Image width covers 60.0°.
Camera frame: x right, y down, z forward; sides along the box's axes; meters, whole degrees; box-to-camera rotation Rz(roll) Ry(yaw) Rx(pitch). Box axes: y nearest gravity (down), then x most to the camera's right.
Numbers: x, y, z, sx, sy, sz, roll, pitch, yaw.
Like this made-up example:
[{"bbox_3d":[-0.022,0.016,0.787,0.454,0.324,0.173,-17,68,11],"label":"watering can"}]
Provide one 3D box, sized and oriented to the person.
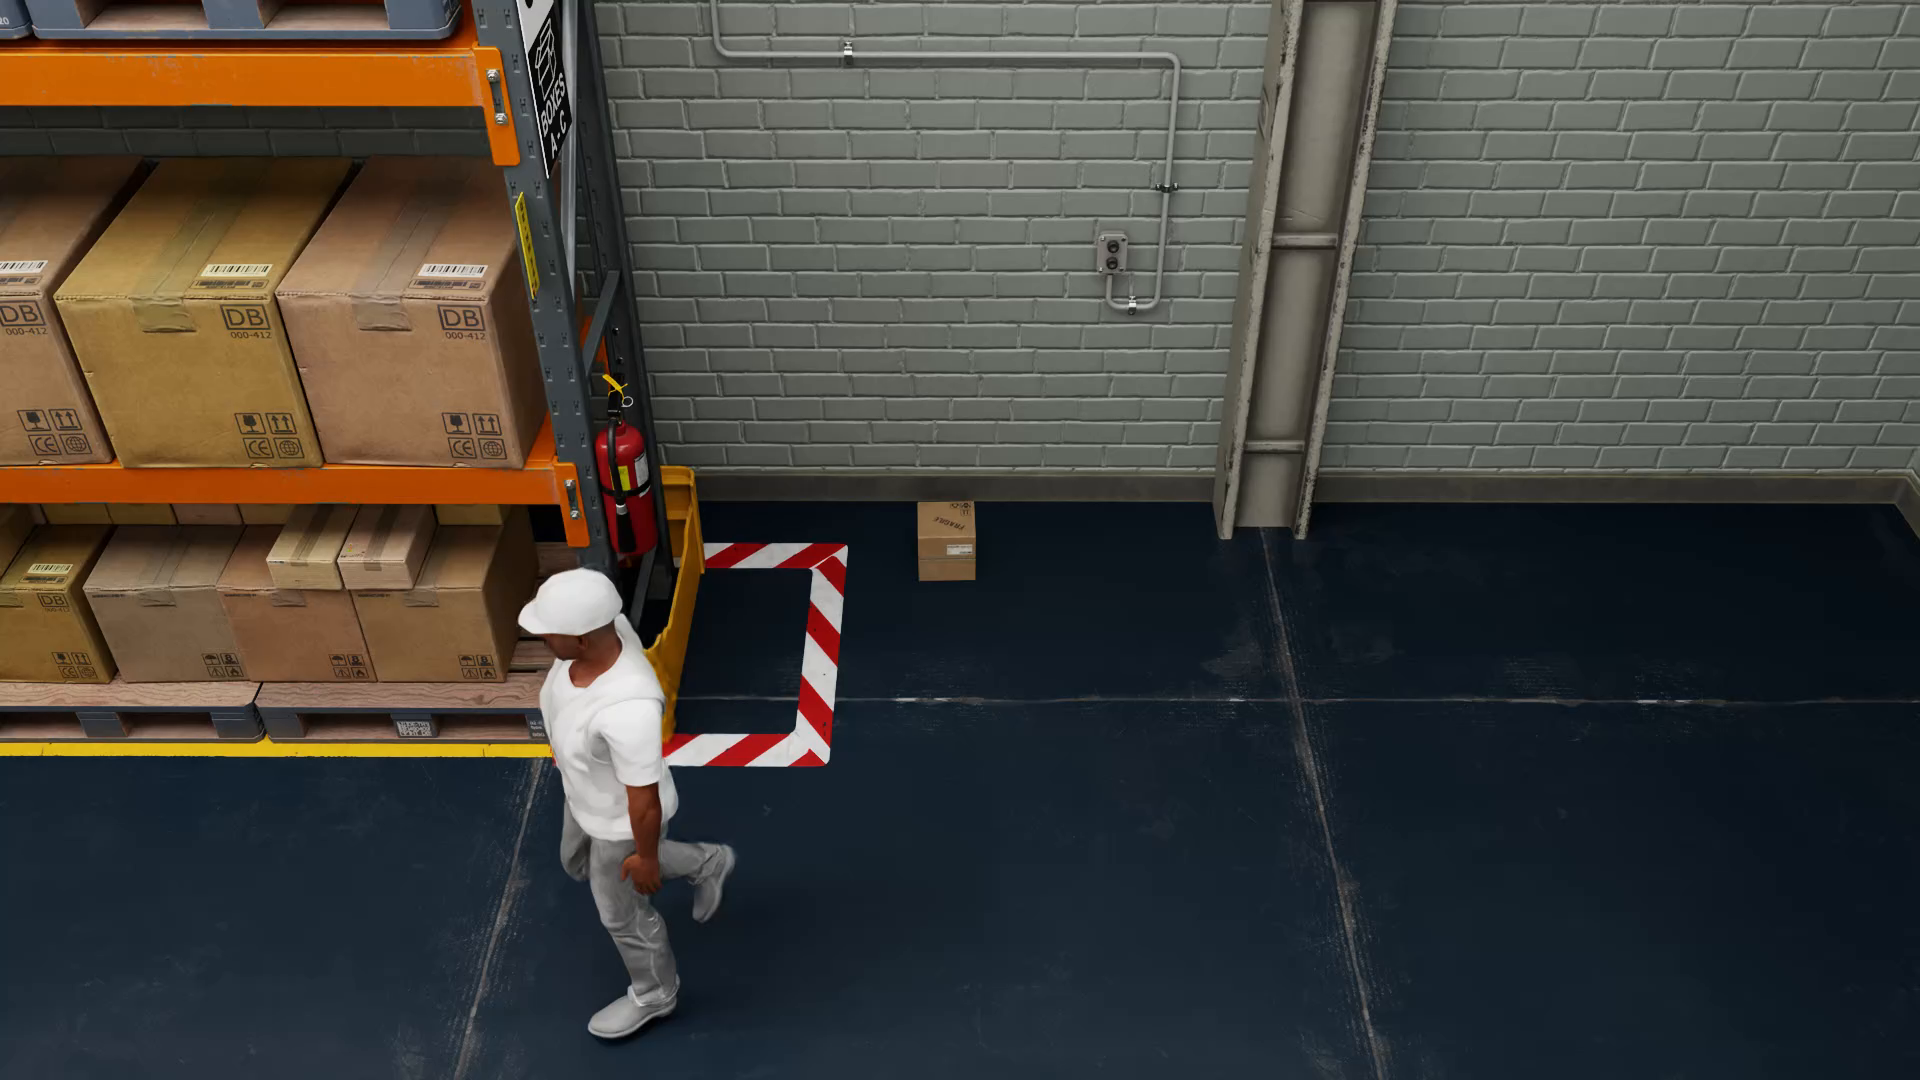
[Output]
[{"bbox_3d":[-1.014,0.777,5.165,0.633,1.752,0.603,-17,42,-20],"label":"person"}]
